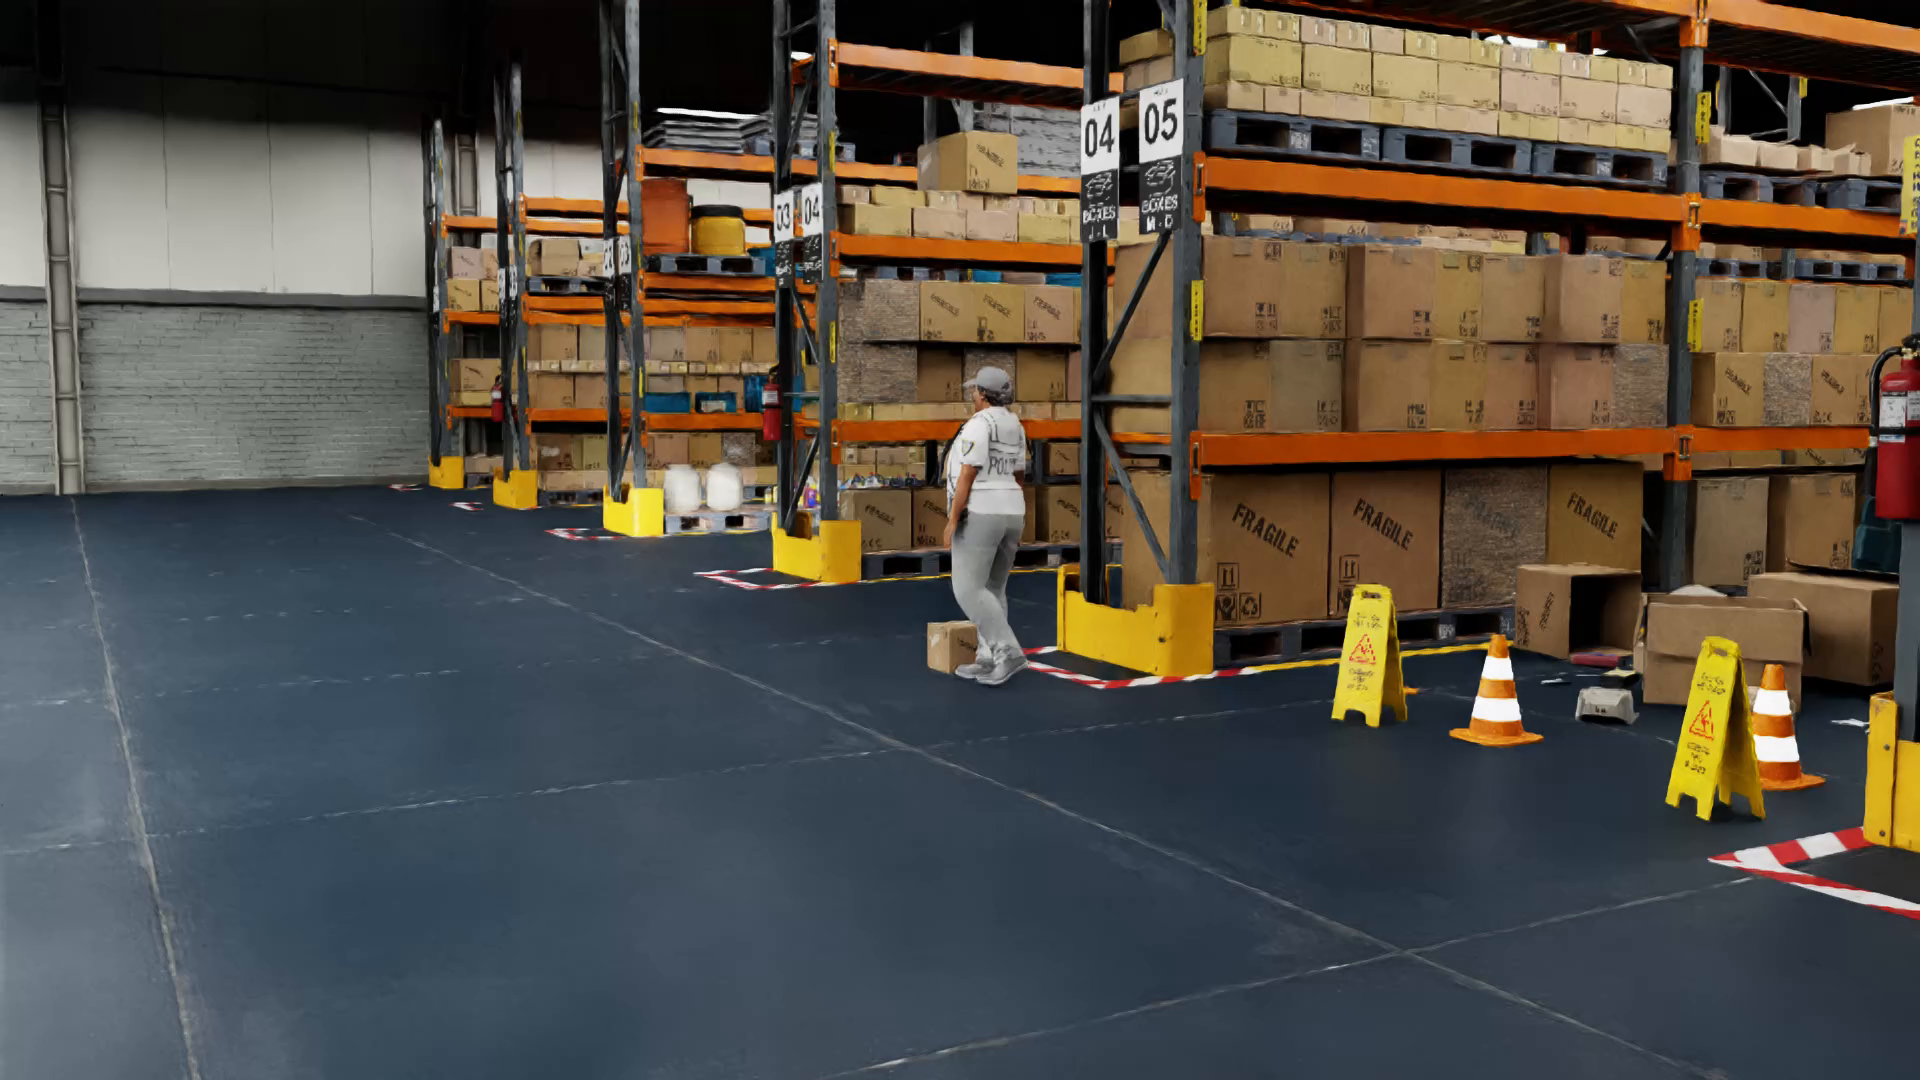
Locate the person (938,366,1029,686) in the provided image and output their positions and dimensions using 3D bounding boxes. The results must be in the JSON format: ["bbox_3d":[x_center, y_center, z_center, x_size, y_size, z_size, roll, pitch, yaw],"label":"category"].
[{"bbox_3d":[0.155,-0.082,8.767,0.494,1.667,0.554,4,6,35],"label":"person"}]
